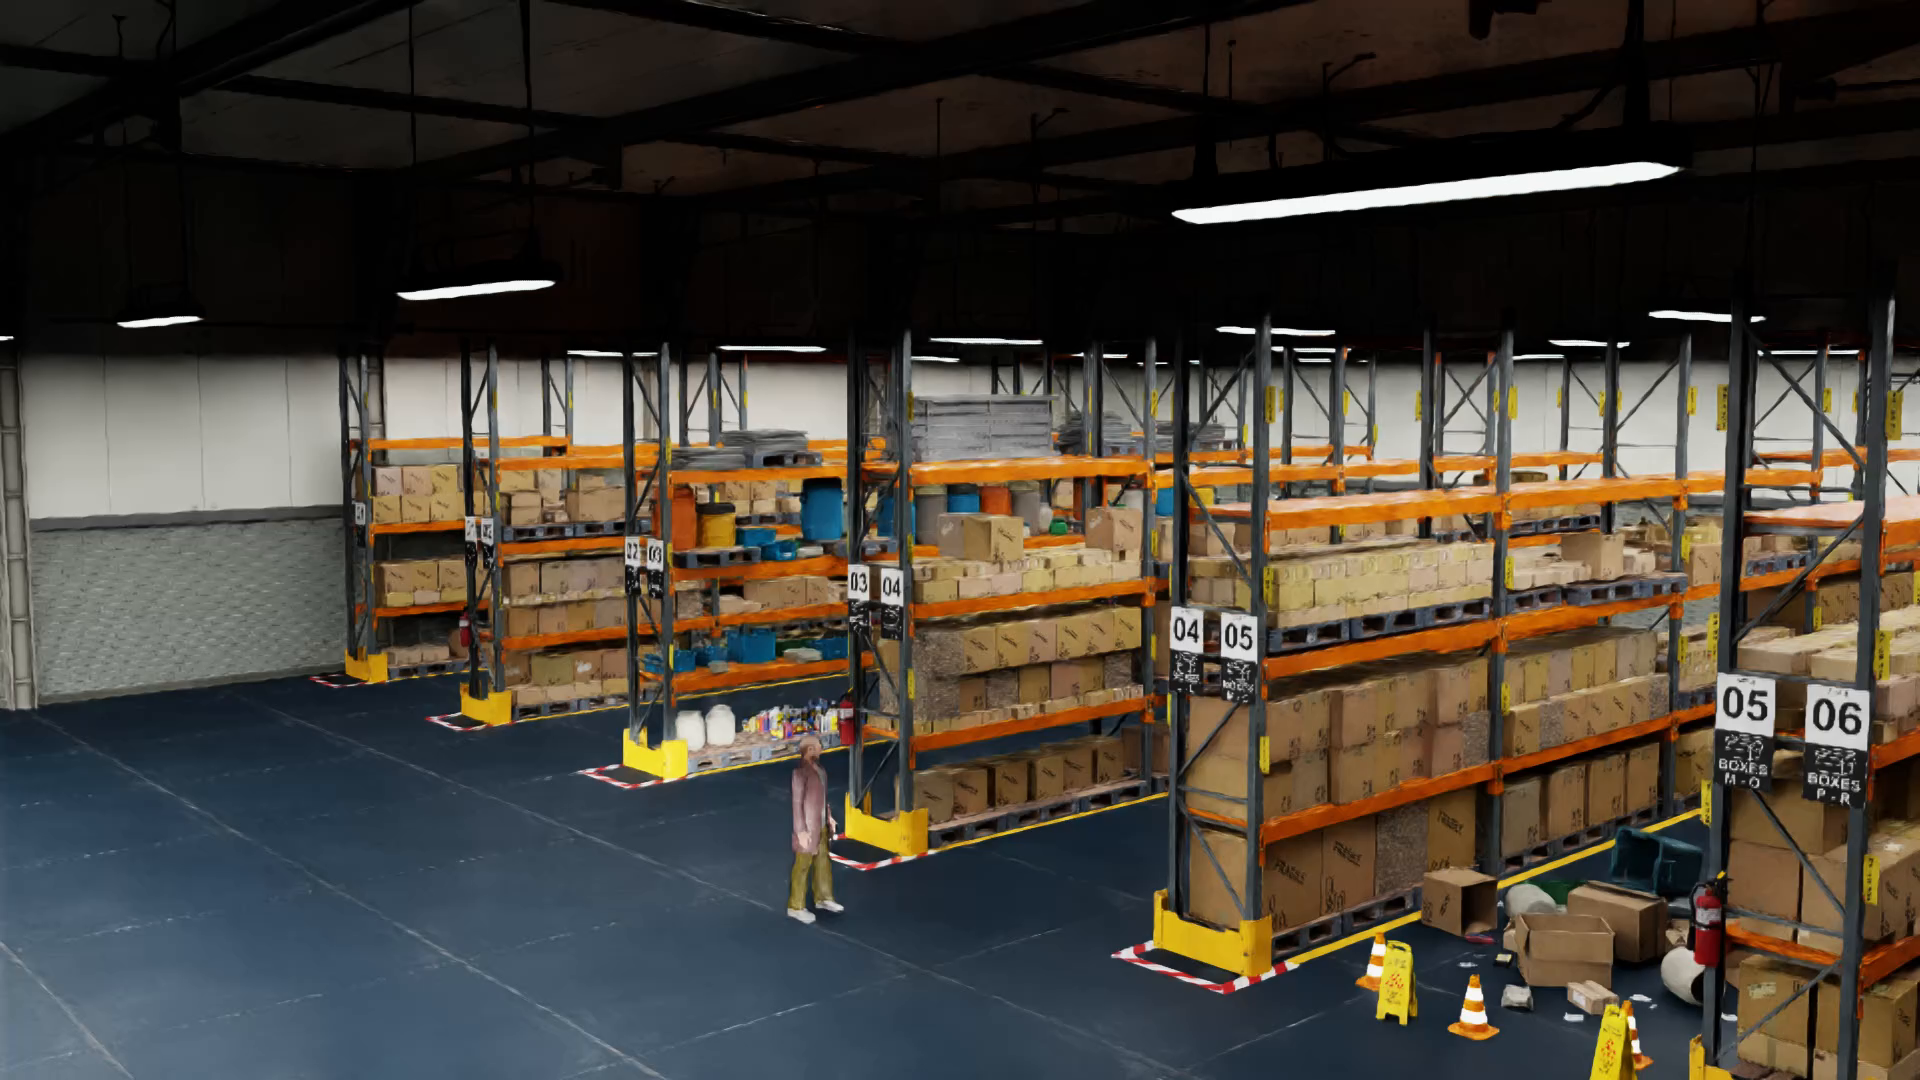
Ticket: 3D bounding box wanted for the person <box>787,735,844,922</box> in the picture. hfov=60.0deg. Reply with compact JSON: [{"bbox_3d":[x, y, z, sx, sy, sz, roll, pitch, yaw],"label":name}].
[{"bbox_3d":[-1.415,2.863,16.314,0.518,1.663,0.635,2,5,21],"label":"person"}]
